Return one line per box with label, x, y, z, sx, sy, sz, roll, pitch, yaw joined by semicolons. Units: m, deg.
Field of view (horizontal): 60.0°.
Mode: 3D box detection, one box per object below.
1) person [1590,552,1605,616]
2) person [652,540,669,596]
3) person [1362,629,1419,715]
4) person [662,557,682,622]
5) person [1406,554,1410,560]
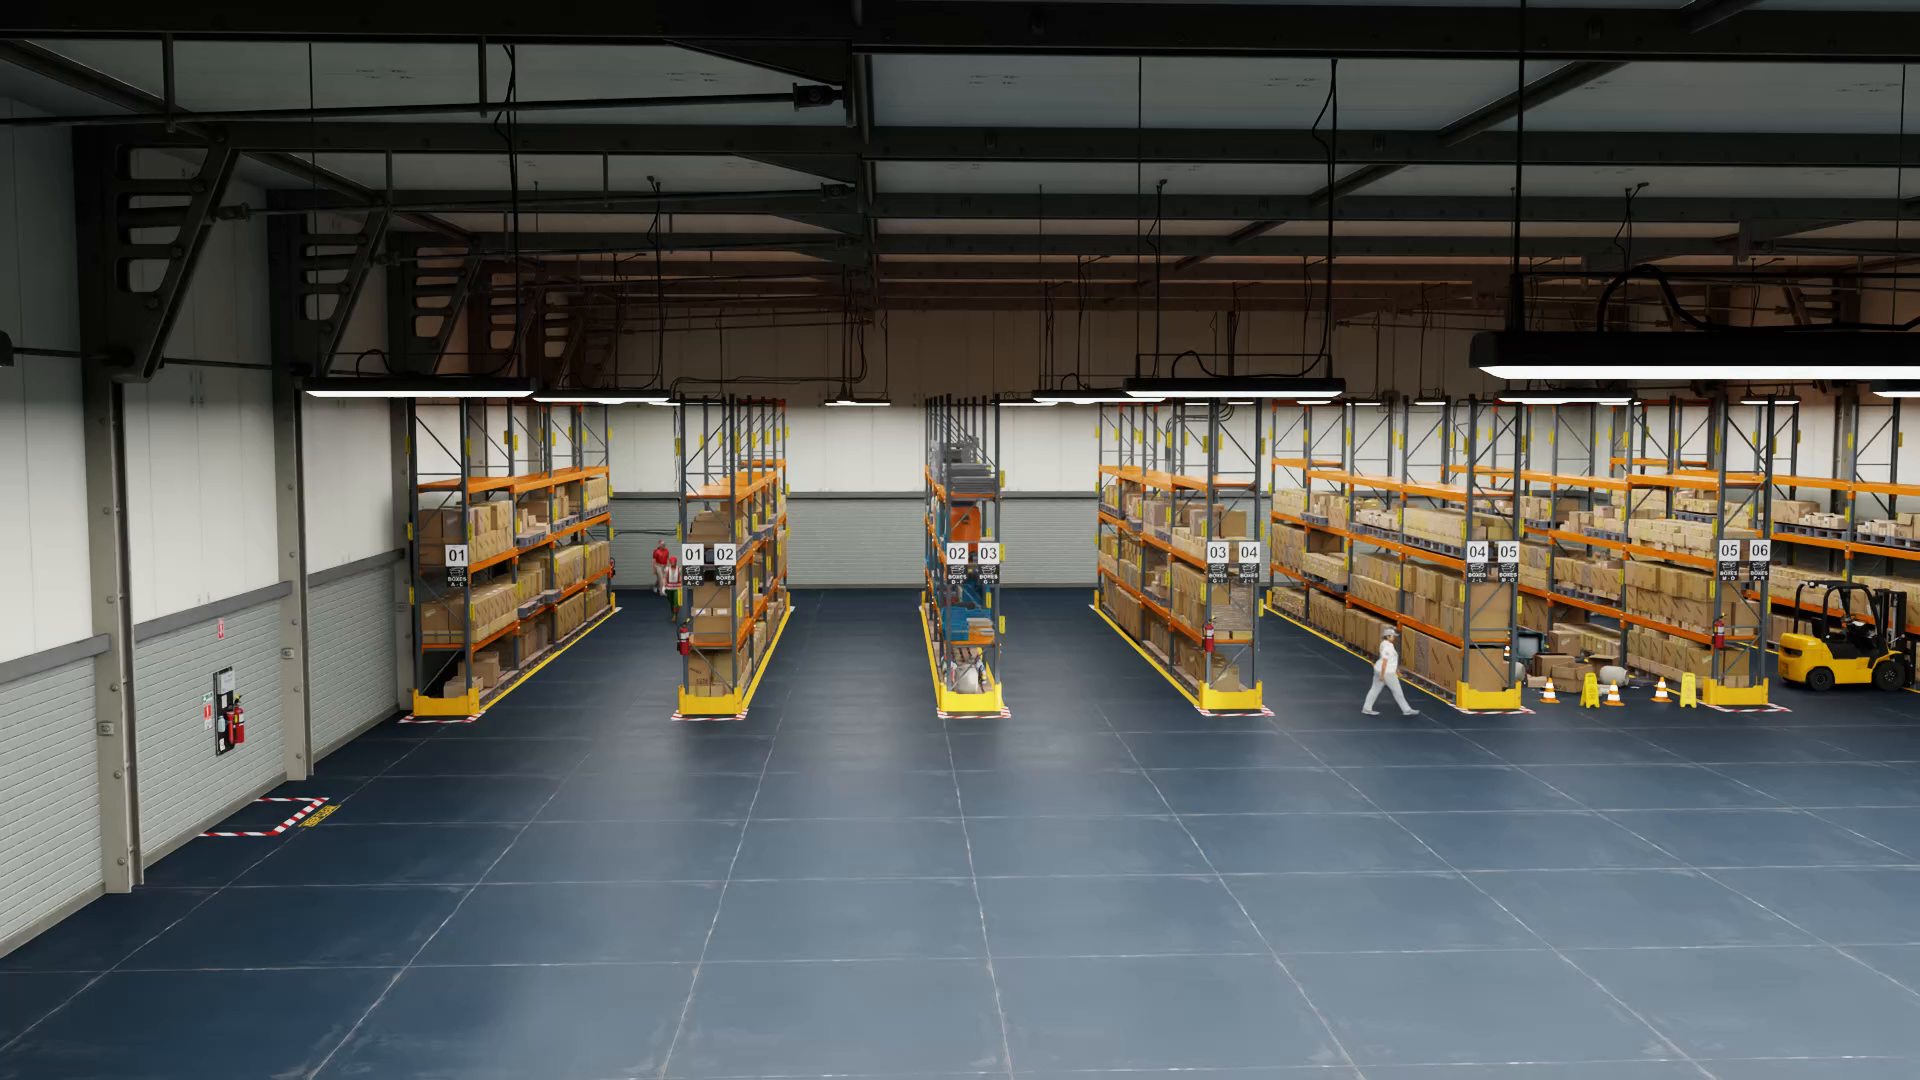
person;17.568;1.208;45.822;0.491;1.772;0.606;4;6;44
person;-9.187;0.847;50.900;0.879;1.684;0.537;4;6;38
person;8.002;2.455;30.935;1.001;1.603;0.497;-1;5;-8
person;-7.717;1.308;44.656;0.540;1.725;1.067;0;5;0
person;12.598;1.176;46.809;0.857;1.701;0.508;3;6;37
